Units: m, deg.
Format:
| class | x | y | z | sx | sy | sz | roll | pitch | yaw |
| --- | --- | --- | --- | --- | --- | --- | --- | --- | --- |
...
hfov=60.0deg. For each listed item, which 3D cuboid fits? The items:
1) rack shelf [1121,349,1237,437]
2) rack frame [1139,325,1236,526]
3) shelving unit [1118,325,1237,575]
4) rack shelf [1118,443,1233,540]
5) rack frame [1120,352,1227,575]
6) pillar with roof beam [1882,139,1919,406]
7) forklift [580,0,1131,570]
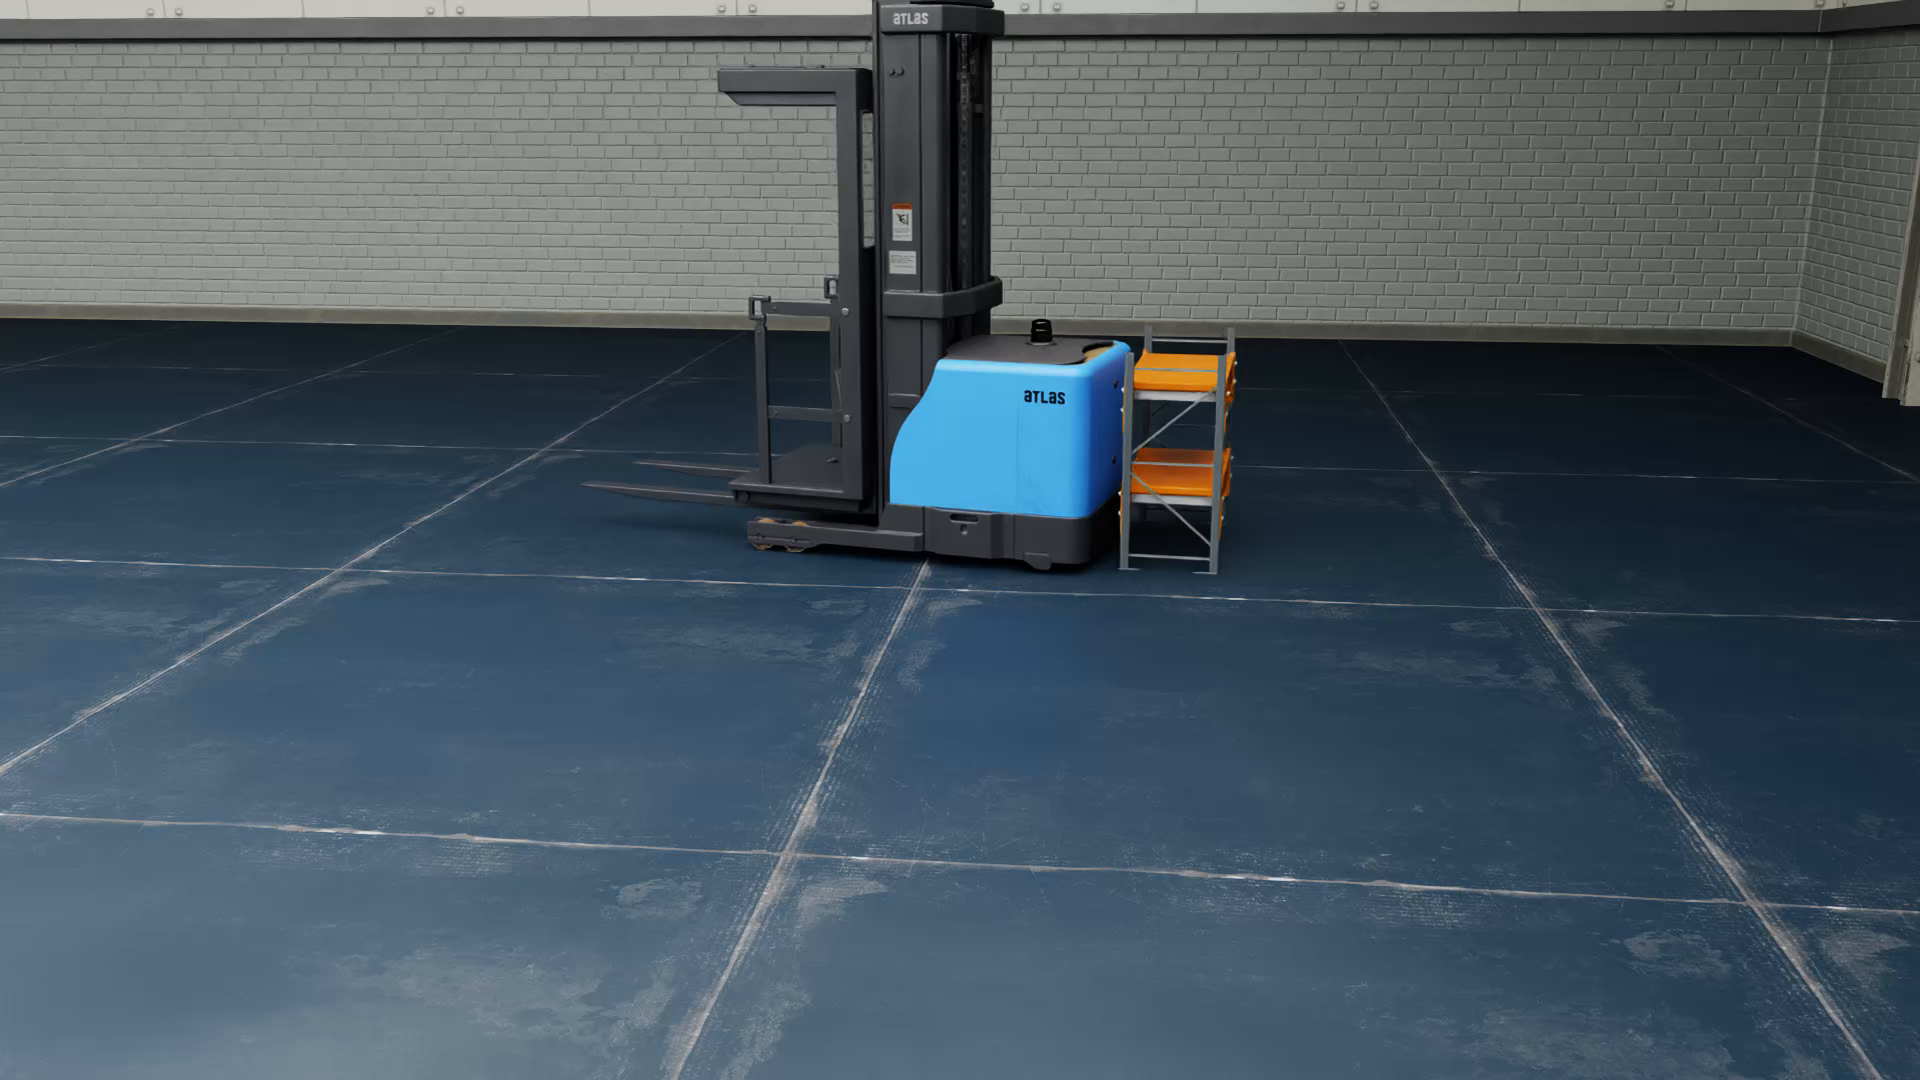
| class | x | y | z | sx | sy | sz | roll | pitch | yaw |
| --- | --- | --- | --- | --- | --- | --- | --- | --- | --- |
| rack shelf | 1.175 | -0.792 | 8.815 | 0.538 | 0.278 | 1.000 | 3 | 15 | 11 |
| rack frame | 1.276 | -0.640 | 9.372 | 0.500 | 1.125 | 0.032 | 3 | 15 | 11 |
| shelving unit | 1.175 | -0.510 | 8.892 | 0.538 | 1.125 | 1.048 | 3 | 15 | 11 |
| rack shelf | 1.175 | -0.274 | 8.955 | 0.538 | 0.278 | 1.000 | 3 | 15 | 11 |
| rack frame | 1.073 | -0.380 | 8.411 | 0.500 | 1.125 | 0.032 | 3 | 15 | 11 |
| pillar with roof beam | 3.306 | -5.574 | 12.537 | 9.100 | 9.000 | 0.400 | 2 | 15 | 6 |
| forklift | -0.630 | -1.471 | 8.986 | 3.031 | 2.935 | 1.130 | 5 | 16 | 18 |
